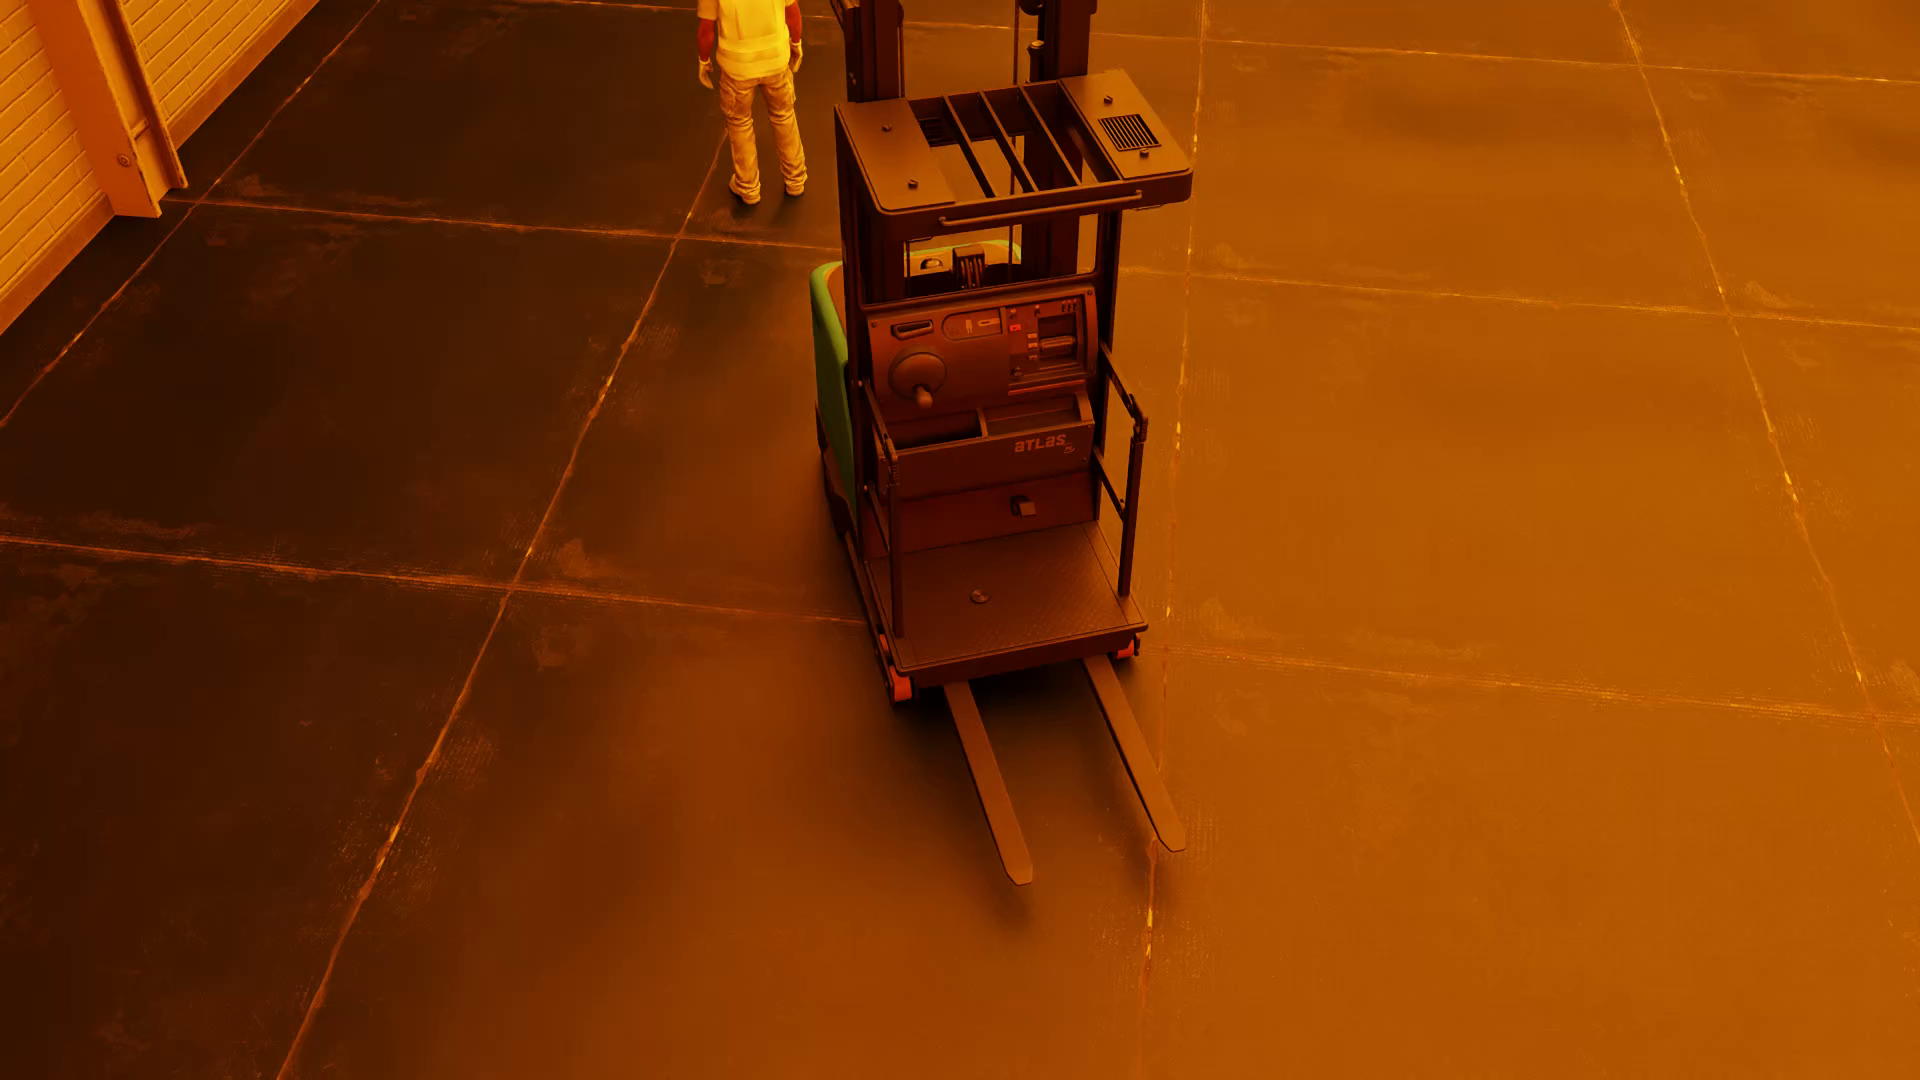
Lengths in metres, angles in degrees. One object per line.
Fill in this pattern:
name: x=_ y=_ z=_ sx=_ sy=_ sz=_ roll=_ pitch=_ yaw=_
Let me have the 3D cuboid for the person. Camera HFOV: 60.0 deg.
person: x=-1.206 y=-2.793 z=9.622 sx=0.632 sy=1.776 sz=0.445 roll=-15 pitch=45 yaw=-16

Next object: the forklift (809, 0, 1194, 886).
forklift: x=0.153 y=-0.681 z=6.465 sx=1.130 sy=2.935 sz=3.031 roll=-10 pitch=44 yaw=-11
